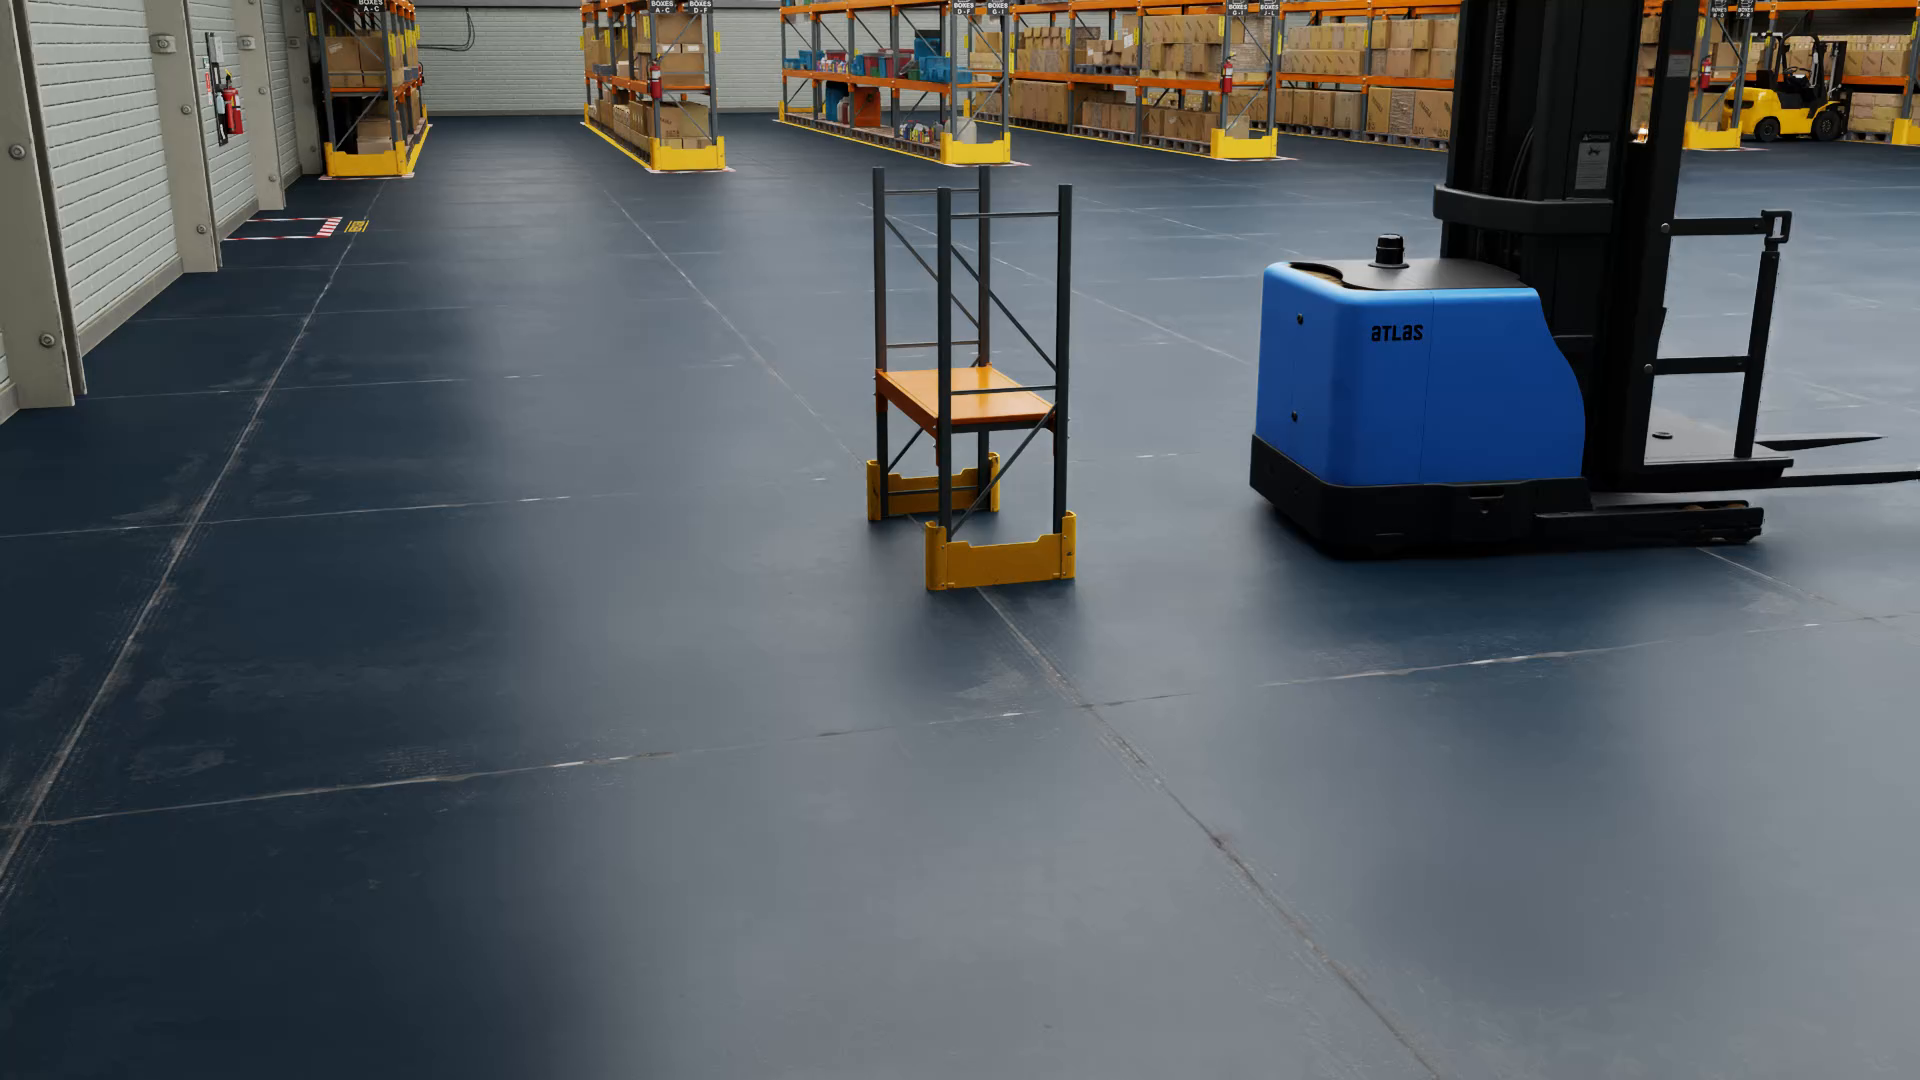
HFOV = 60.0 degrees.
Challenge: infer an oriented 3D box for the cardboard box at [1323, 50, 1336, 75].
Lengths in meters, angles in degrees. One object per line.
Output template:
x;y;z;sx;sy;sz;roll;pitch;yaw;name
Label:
8.112;-10.195;35.504;0.500;0.500;0.500;-5;17;-15;cardboard box

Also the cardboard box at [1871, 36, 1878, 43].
18.899;-10.245;34.025;0.380;0.149;0.250;-5;17;-15;cardboard box

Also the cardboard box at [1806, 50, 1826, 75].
18.464;-10.179;35.450;0.500;0.500;0.500;-5;17;-16;cardboard box

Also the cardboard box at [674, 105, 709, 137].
-4.506;-7.039;27.917;0.500;0.500;0.500;-5;17;-15;cardboard box

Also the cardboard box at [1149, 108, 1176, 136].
4.065;-8.270;32.885;0.500;0.500;0.500;-5;18;-17;cardboard box

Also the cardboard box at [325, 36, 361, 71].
-9.529;-7.509;25.659;0.500;0.500;0.500;-5;17;-16;cardboard box

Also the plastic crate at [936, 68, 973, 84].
-0.095;-7.926;28.381;0.499;0.251;0.616;-5;17;-15;plastic crate

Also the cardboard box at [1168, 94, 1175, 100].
5.690;-11.650;43.713;0.380;0.149;0.250;-4;17;-14;cardboard box

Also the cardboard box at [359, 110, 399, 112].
-11.116;-7.978;31.879;0.700;0.500;0.500;-5;17;-15;cardboard box

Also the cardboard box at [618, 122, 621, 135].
-6.483;-8.138;32.880;0.500;0.250;0.500;-5;17;-17;cardboard box

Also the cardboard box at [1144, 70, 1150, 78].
3.819;-9.106;32.490;0.380;0.149;0.250;-5;17;-15;cardboard box

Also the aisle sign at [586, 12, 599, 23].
-9.131;-13.158;41.023;0.394;0.787;0.004;-5;17;-15;aisle sign

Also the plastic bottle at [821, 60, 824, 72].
-3.106;-10.882;38.182;0.152;0.276;0.135;-5;17;-15;plastic bottle

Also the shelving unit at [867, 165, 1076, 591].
0.021;-0.697;6.666;0.587;1.500;1.083;-5;17;-15;shelving unit

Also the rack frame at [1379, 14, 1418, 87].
11.323;-12.376;42.940;1.000;3.000;0.127;-5;17;-15;rack frame

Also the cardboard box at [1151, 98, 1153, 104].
5.389;-11.876;44.984;0.380;0.149;0.250;-4;17;-13;cardboard box

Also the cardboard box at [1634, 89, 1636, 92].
16.815;-11.095;41.160;0.380;0.149;0.250;-6;18;-18;cardboard box

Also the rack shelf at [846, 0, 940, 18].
-1.318;-10.634;33.175;1.077;0.370;4.000;-5;17;-15;rack shelf

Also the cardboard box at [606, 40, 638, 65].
-6.913;-10.119;34.520;0.700;0.500;0.500;-12;20;-34;cardboard box

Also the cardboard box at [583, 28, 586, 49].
-8.962;-12.300;40.775;0.500;0.500;0.500;-4;17;-14;cardboard box

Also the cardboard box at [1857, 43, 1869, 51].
18.741;-10.167;34.285;0.380;0.149;0.250;-5;18;-17;cardboard box

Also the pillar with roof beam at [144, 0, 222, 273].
-2.782;-7.118;15.007;9.100;9.000;0.400;-5;17;-15;pillar with roof beam

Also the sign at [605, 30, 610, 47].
-7.151;-10.175;33.738;0.100;0.325;0.005;-5;17;-15;sign

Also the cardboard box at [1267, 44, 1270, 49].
7.115;-11.316;38.081;0.380;0.149;0.250;-5;18;-17;cardboard box

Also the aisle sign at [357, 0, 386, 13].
-8.887;-8.348;25.009;0.394;0.787;0.004;-5;17;-15;aisle sign

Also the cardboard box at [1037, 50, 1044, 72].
2.104;-11.074;38.430;0.500;0.500;0.500;-4;17;-14;cardboard box

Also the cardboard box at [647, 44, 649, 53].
-5.079;-8.299;28.063;0.380;0.149;0.250;-4;17;-14;cardboard box

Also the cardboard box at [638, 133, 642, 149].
-5.288;-6.915;28.807;0.500;0.250;0.500;-5;17;-15;cardboard box

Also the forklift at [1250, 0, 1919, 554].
2.874;-1.526;6.939;3.031;2.935;1.130;-3;17;-9;forklift

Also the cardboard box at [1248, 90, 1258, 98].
7.102;-10.521;39.075;0.500;0.250;0.500;-4;17;-14;cardboard box

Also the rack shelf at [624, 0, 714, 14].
-4.983;-9.137;28.191;1.077;0.370;4.000;-5;17;-15;rack shelf

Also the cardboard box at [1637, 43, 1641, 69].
13.819;-9.795;33.655;0.500;0.500;0.500;-4;17;-15;cardboard box

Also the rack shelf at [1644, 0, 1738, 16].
14.071;-10.702;33.403;1.077;0.370;4.000;-5;17;-15;rack shelf

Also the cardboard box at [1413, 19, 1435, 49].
9.291;-9.779;32.156;0.875;0.550;0.500;-5;17;-15;cardboard box

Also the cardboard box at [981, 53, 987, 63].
0.852;-12.333;42.540;0.500;0.250;0.500;-5;18;-17;cardboard box

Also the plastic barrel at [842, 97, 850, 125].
-2.329;-9.587;37.117;0.600;0.588;0.708;-5;17;-15;plastic barrel

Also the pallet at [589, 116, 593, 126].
-8.589;-10.340;41.008;1.003;0.211;1.213;-5;17;-15;pallet

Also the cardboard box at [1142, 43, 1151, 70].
4.058;-9.441;32.477;0.875;0.500;0.500;-5;17;-15;cardboard box

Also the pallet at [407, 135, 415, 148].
-11.180;-7.760;32.418;1.003;0.211;1.213;-5;17;-15;pallet

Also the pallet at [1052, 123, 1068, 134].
2.750;-9.375;37.795;1.003;0.211;1.213;-5;17;-15;pallet

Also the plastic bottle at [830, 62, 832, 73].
-2.856;-10.600;37.250;0.097;0.271;0.097;0;17;0;plastic bottle

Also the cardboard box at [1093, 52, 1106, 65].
3.134;-10.134;35.005;0.500;0.250;0.500;-5;17;-17;cardboard box

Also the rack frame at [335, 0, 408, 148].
-10.294;-8.205;29.054;1.000;3.000;0.127;-5;17;-15;rack frame

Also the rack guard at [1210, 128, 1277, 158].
5.072;-7.097;29.711;1.175;0.500;0.348;-5;17;-15;rack guard

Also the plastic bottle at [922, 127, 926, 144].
-0.645;-7.296;29.984;0.061;0.283;0.133;-4;17;-14;plastic bottle

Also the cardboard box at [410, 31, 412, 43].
-12.119;-10.868;35.890;0.500;0.250;0.500;-4;17;-14;cardboard box

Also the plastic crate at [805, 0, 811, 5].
-3.374;-12.630;38.937;0.450;0.188;0.662;-5;17;-15;plastic crate

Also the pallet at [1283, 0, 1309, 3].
7.919;-12.023;36.877;1.213;0.211;1.003;-4;17;-13;pallet

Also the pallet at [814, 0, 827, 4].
-2.658;-12.338;37.927;1.213;0.211;1.003;-5;17;-15;pallet

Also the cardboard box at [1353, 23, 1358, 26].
10.642;-13.632;44.082;0.380;0.149;0.250;-5;17;-16;cardboard box

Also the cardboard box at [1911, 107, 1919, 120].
19.463;-8.721;33.950;0.500;0.250;0.500;-4;17;-14;cardboard box

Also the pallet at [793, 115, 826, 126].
-3.546;-10.404;41.221;1.003;0.211;1.213;-5;17;-15;pallet
